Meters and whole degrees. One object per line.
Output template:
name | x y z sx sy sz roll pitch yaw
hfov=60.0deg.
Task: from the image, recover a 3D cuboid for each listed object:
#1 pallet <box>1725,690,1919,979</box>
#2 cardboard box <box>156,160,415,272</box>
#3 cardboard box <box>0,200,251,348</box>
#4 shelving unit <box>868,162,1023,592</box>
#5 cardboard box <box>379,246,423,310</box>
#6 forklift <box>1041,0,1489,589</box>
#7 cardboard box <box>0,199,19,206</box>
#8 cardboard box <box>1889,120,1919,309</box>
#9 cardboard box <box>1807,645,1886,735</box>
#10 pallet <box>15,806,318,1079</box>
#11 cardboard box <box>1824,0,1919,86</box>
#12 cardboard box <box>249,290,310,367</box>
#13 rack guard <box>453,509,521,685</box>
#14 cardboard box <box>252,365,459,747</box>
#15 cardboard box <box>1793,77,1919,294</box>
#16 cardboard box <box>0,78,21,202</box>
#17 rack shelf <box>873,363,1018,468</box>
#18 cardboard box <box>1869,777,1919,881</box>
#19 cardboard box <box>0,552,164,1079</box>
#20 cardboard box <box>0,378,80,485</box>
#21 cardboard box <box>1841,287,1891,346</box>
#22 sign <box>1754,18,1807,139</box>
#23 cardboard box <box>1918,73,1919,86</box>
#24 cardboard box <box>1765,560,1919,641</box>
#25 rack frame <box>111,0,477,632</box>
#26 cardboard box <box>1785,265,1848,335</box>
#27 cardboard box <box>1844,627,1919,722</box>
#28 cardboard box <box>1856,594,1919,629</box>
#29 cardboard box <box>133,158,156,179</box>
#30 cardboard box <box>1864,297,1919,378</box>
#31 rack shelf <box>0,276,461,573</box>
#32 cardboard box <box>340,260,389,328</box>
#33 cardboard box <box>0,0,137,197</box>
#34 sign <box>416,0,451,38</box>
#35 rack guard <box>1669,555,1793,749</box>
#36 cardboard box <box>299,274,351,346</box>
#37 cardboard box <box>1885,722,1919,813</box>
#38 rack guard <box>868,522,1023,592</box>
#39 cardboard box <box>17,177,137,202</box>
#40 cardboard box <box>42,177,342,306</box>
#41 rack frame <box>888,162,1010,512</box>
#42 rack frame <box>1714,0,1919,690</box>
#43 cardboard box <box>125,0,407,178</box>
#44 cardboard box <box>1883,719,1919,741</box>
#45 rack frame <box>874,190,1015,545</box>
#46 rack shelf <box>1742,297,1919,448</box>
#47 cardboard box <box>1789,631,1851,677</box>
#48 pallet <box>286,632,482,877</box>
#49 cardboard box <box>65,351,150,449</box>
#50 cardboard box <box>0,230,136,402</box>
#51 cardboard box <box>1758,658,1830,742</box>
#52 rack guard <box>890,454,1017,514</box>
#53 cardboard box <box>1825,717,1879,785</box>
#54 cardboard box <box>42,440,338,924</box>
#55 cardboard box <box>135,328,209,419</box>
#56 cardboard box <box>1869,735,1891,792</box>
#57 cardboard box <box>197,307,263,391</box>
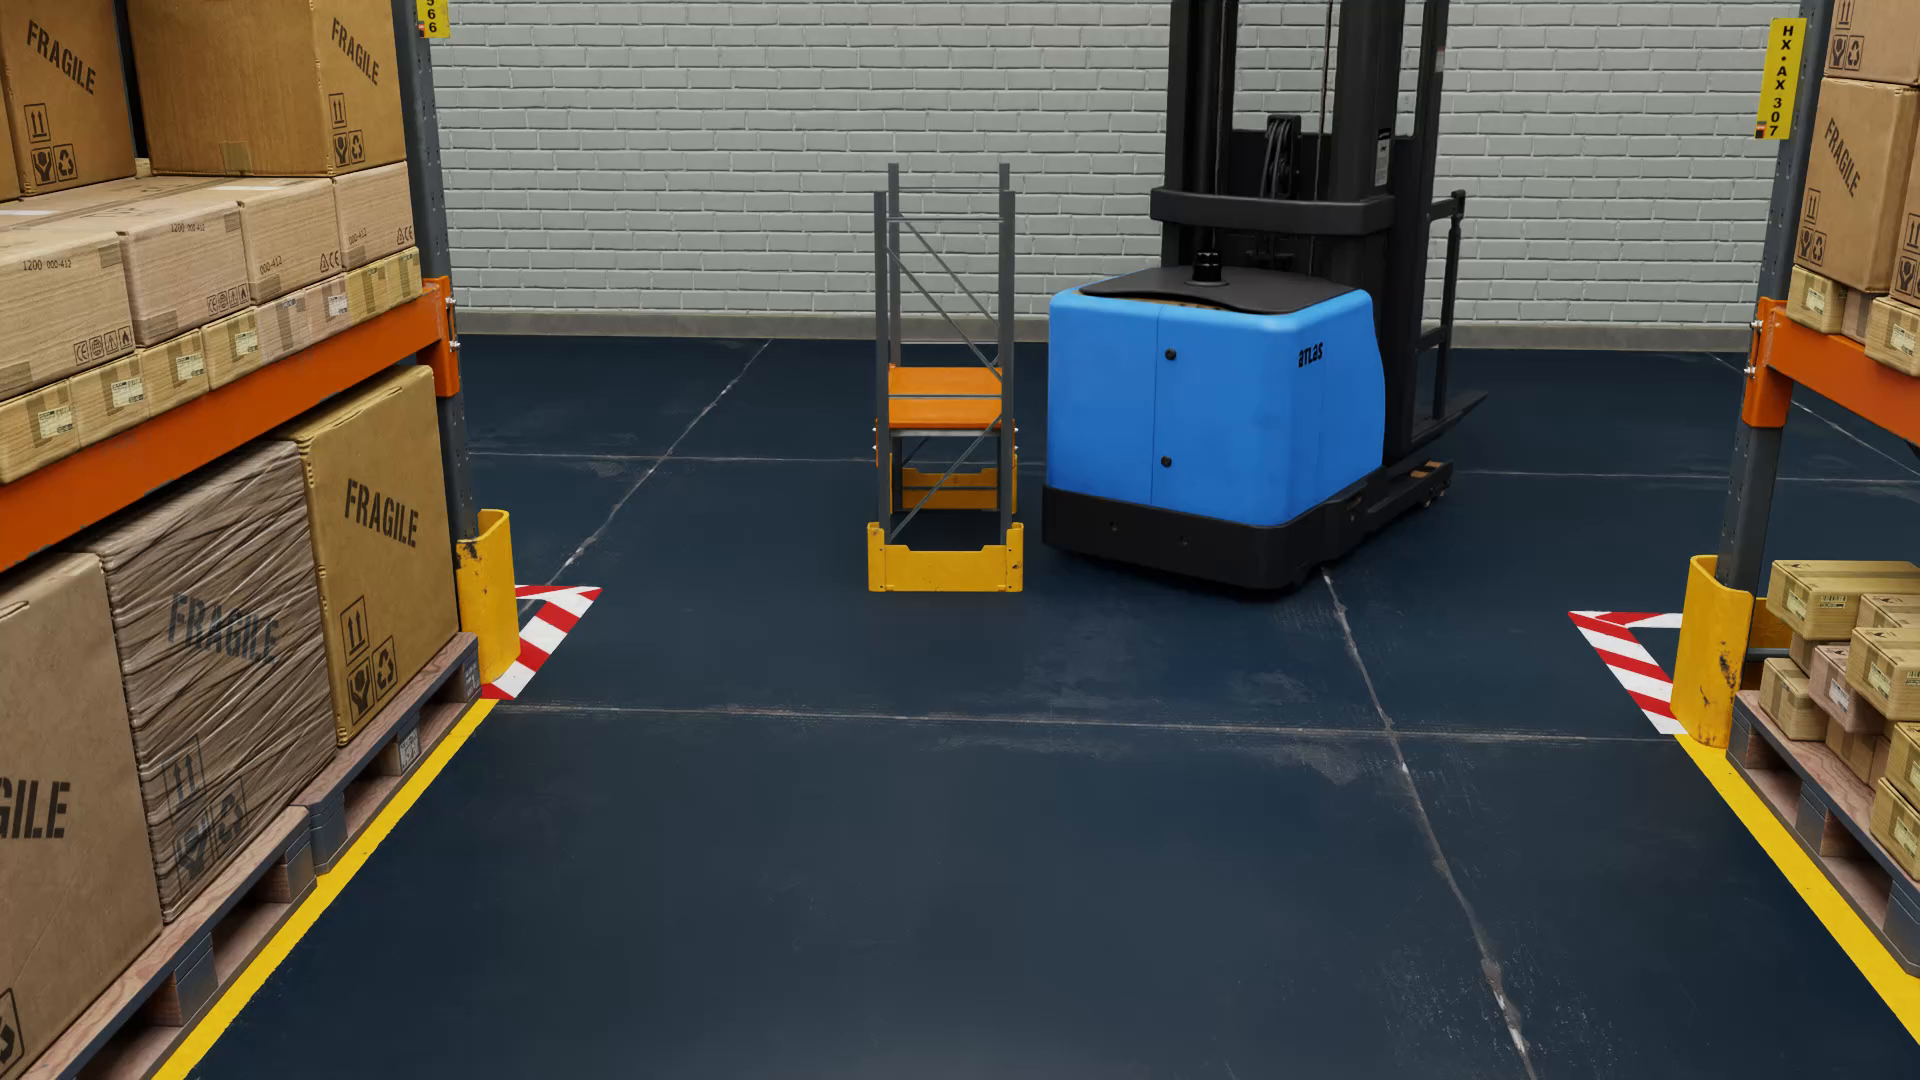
pallet | 2.734 0.738 4.332 1.003 0.211 1.213 1 18 4
cardboard box | -1.877 -0.918 4.671 0.500 0.250 0.500 1 18 3
cardboard box | -1.950 -0.602 3.707 0.500 0.250 0.500 1 18 2
shelving unit | -0.050 -0.684 6.602 0.587 1.500 1.083 0 18 0
cardboard box | -1.804 -0.767 4.850 0.380 0.149 0.250 2 18 5
forklift | 1.574 -1.610 7.129 1.130 2.935 3.031 12 22 32
cardboard box | -2.481 -0.614 3.742 0.500 0.250 0.500 1 18 2
cardboard box | 2.513 -0.751 3.760 0.500 0.500 0.500 1 18 4
cardboard box | 2.464 0.392 4.335 0.380 0.149 0.250 1 18 4
pallet | -2.176 0.949 3.689 1.003 0.211 1.213 1 18 4
cardboard box | 2.536 -1.393 4.112 0.500 0.500 0.500 1 18 4
cardboard box | -1.859 -0.530 4.128 0.380 0.149 0.250 2 18 5
rack guard | -2.105 0.176 5.583 1.175 0.500 0.348 1 18 4
cardboard box | -2.073 0.006 4.824 0.875 0.875 0.875 1 18 4
cardboard box | 2.526 -0.918 4.269 0.500 0.500 0.500 2 18 7
cardboard box | -2.477 -0.971 3.629 0.500 0.500 0.500 1 18 2
rack shelf | -0.050 -0.510 6.650 0.538 0.185 1.000 0 18 0
cardboard box | 2.401 0.686 3.917 0.380 0.149 0.250 2 18 5
cardboard box | -2.202 0.565 3.118 0.875 0.875 0.875 1 18 4
cardboard box | -1.930 -0.211 3.154 0.380 0.149 0.250 1 18 2
cardboard box | 2.506 -0.570 4.248 0.380 0.149 0.250 2 18 6
sign | 2.292 -1.286 4.639 0.100 0.325 0.005 1 18 4
cardboard box | 2.507 -1.236 3.633 0.500 0.500 0.500 2 18 6
cardboard box | 2.457 0.165 4.550 0.380 0.149 0.250 0 18 1
rack frame | -2.107 -1.004 5.171 1.000 3.000 0.127 1 18 4
cardboard box | 2.483 -0.650 4.492 0.380 0.149 0.250 1 18 3
cardboard box | 2.411 0.329 4.050 0.380 0.149 0.250 1 18 4
cardboard box | 2.557 0.254 4.280 0.380 0.149 0.250 2 18 5
cardboard box | -2.410 -0.931 4.711 0.500 0.250 0.500 1 18 2
cardboard box | 2.434 -0.487 3.996 0.380 0.149 0.250 1 18 2
rack shelf | -2.250 -0.041 3.387 1.077 0.370 4.000 1 18 4
cardboard box | -1.821 -0.686 4.604 0.380 0.149 0.250 1 18 4
cardboard box | -2.446 -1.132 4.121 0.500 0.500 0.500 1 18 3
sign | -1.566 -1.651 4.904 0.100 0.325 0.005 1 18 4
rack guard | 2.828 0.349 5.054 1.175 0.500 0.348 1 18 4
cardboard box | -1.840 -0.608 4.364 0.380 0.149 0.250 1 18 4
cardboard box | 2.408 0.548 3.861 0.380 0.149 0.250 2 18 6
rack guard | -0.055 0.065 6.324 0.587 0.250 0.087 0 18 0
cardboard box | -2.441 -0.770 4.218 0.500 0.250 0.500 1 18 3
cardboard box | -1.914 -0.760 4.190 0.500 0.250 0.500 1 18 3
rack frame | -0.045 -0.840 7.077 0.500 1.500 0.032 0 18 0
rack frame | 2.833 -0.862 4.737 1.000 3.000 0.127 1 18 4
cardboard box | -1.879 -1.274 4.551 0.500 0.500 0.500 2 18 5
cardboard box | 2.534 0.470 4.097 0.380 0.149 0.250 2 18 5
rack frame | -0.055 -0.523 6.111 0.500 1.500 0.032 0 18 0
rack shelf | 2.690 0.101 2.954 1.077 0.370 4.000 1 18 4
cardboard box | 2.540 0.309 4.590 0.380 0.149 0.250 2 18 6
pallet | -2.086 0.571 4.842 1.003 0.211 1.213 1 18 4
cardboard box | -1.914 -0.292 3.401 0.380 0.149 0.250 2 18 5
cardboard box | -1.983 -0.441 3.213 0.500 0.250 0.500 1 18 4
cardboard box | 2.476 0.449 4.641 0.380 0.149 0.250 2 18 5
rack guard | -0.045 -0.245 7.270 0.587 0.250 0.087 0 18 0
cardboard box | 2.539 0.532 4.387 0.380 0.149 0.250 1 18 4
cardboard box | -2.138 0.289 3.962 0.875 0.875 0.875 1 18 4
cardboard box | -1.894 -0.369 3.636 0.380 0.149 0.250 1 18 4
cardboard box | 2.528 0.609 4.151 0.380 0.149 0.250 1 18 5
cardboard box | -1.876 -0.450 3.882 0.380 0.149 0.250 1 18 3
